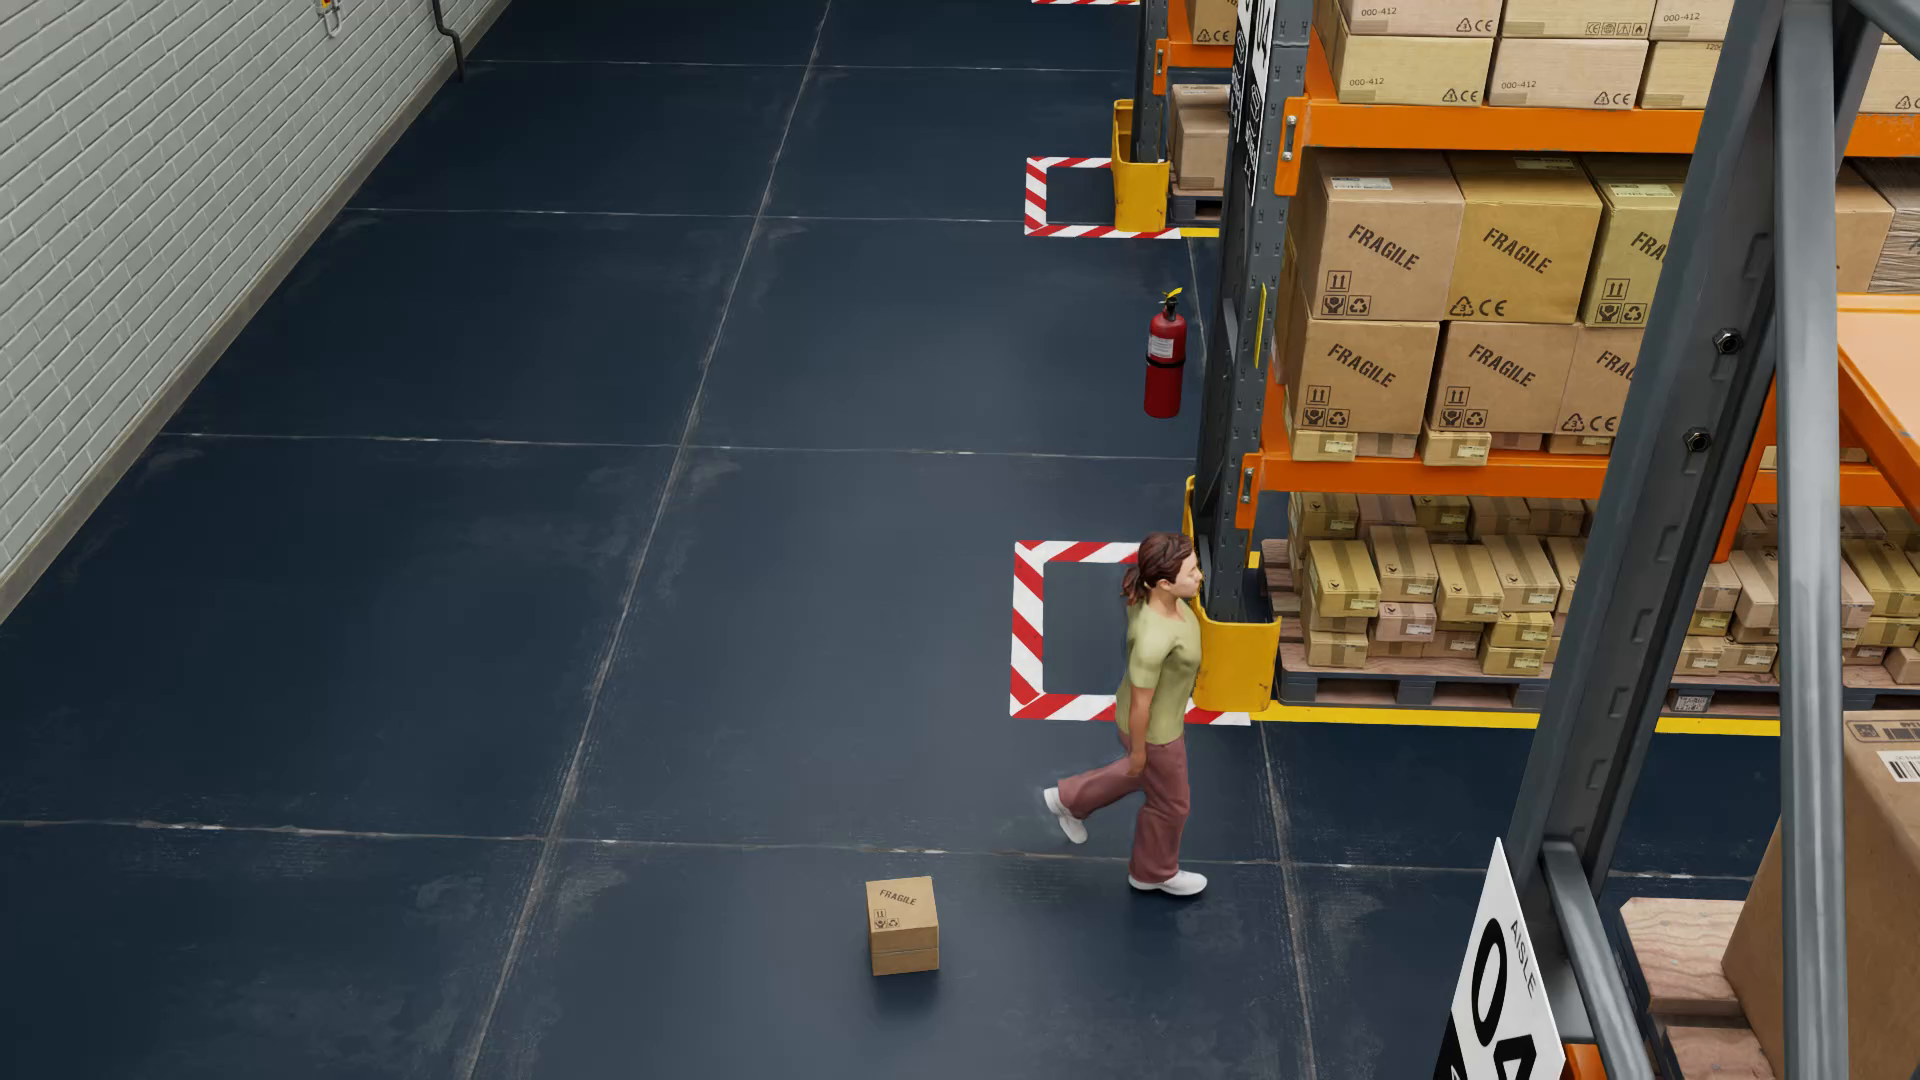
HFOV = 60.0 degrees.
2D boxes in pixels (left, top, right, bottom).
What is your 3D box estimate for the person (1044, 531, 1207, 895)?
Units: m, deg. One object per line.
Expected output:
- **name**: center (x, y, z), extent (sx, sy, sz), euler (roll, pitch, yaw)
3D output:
- **person**: center (0.651, 0.659, 6.174), extent (0.658, 1.658, 0.442), euler (3, 36, 4)
